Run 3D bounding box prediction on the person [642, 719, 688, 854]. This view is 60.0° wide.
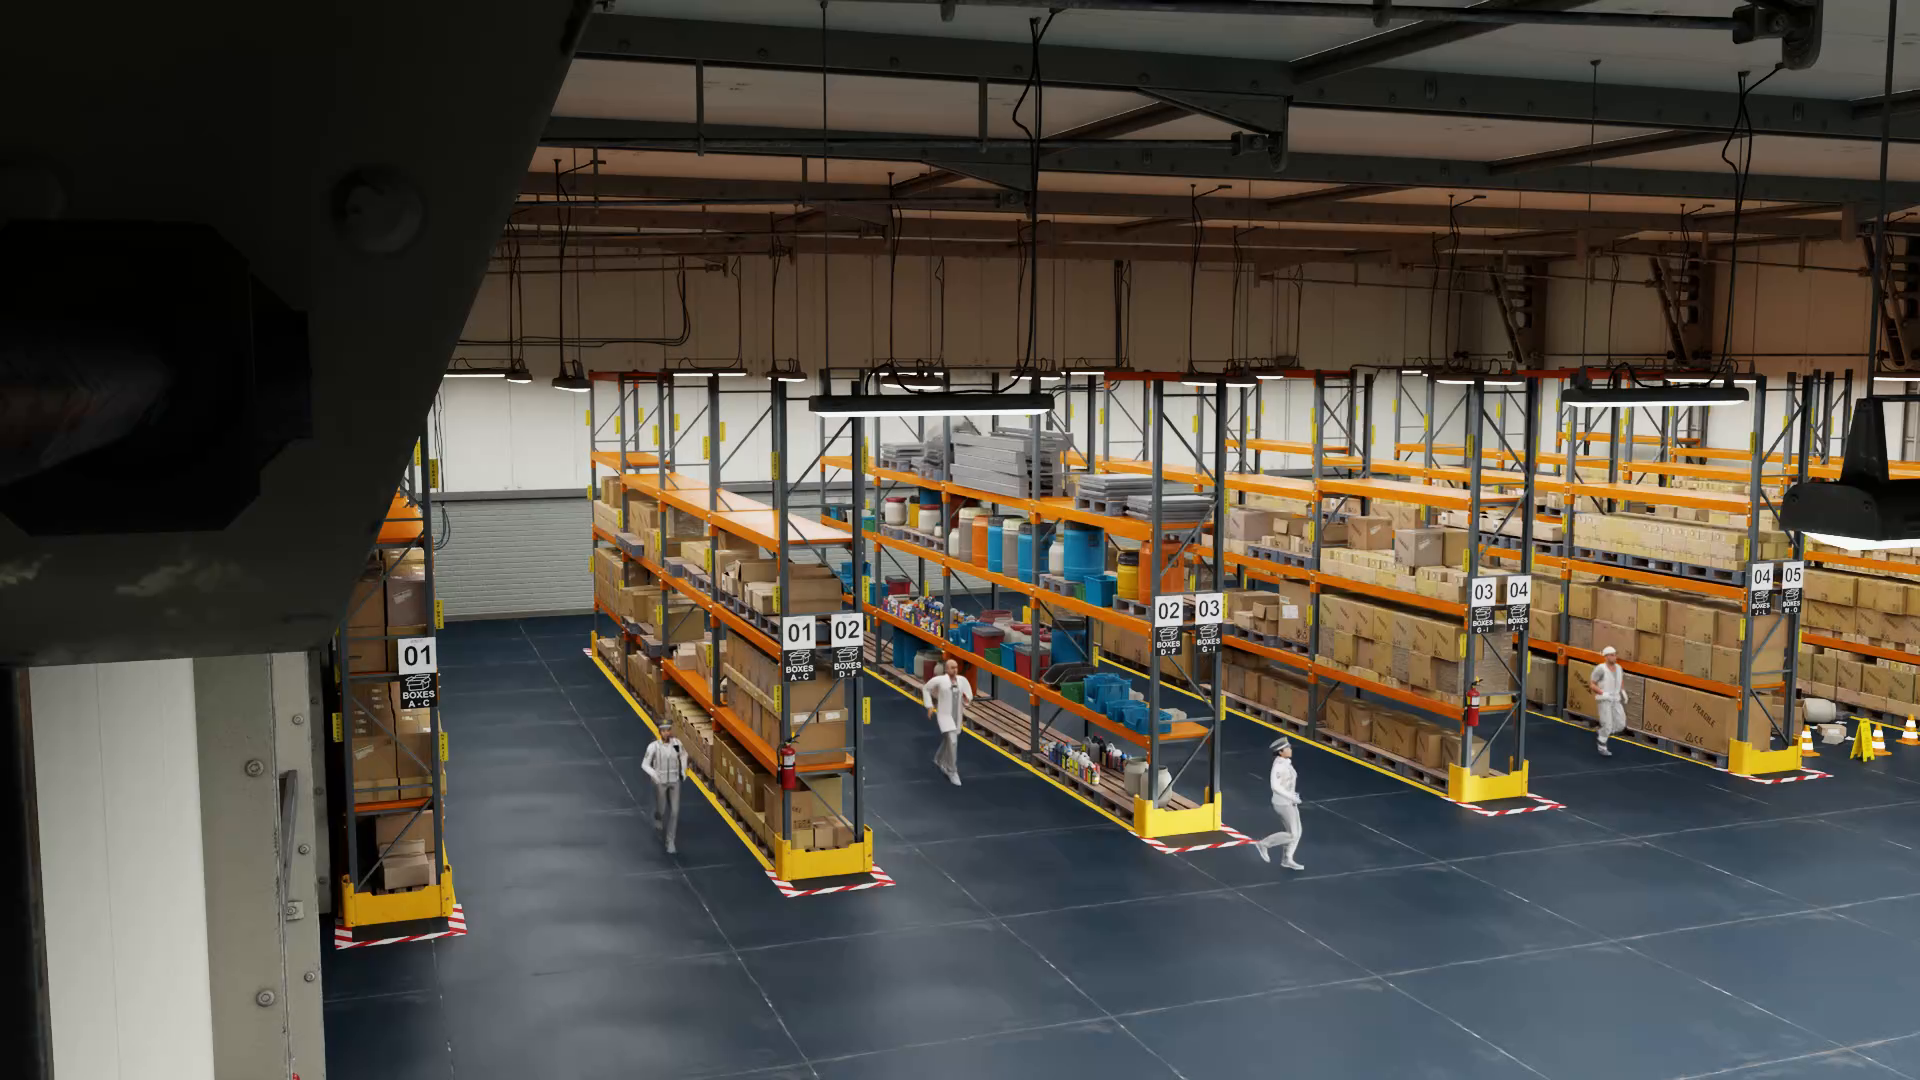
[{"bbox_3d":[-3.784,3.124,21.444,0.626,1.694,0.833,-2,7,-20],"label":"person"}]

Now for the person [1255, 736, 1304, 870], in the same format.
[{"bbox_3d":[3.951,3.239,20.480,0.597,1.672,0.634,2,7,14],"label":"person"}]

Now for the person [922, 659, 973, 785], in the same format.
[{"bbox_3d":[-0.154,2.730,24.795,0.666,1.753,0.937,-4,8,-34],"label":"person"}]

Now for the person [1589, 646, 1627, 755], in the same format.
[{"bbox_3d":[10.241,2.539,26.229,0.707,1.742,0.624,-2,7,-19],"label":"person"}]
